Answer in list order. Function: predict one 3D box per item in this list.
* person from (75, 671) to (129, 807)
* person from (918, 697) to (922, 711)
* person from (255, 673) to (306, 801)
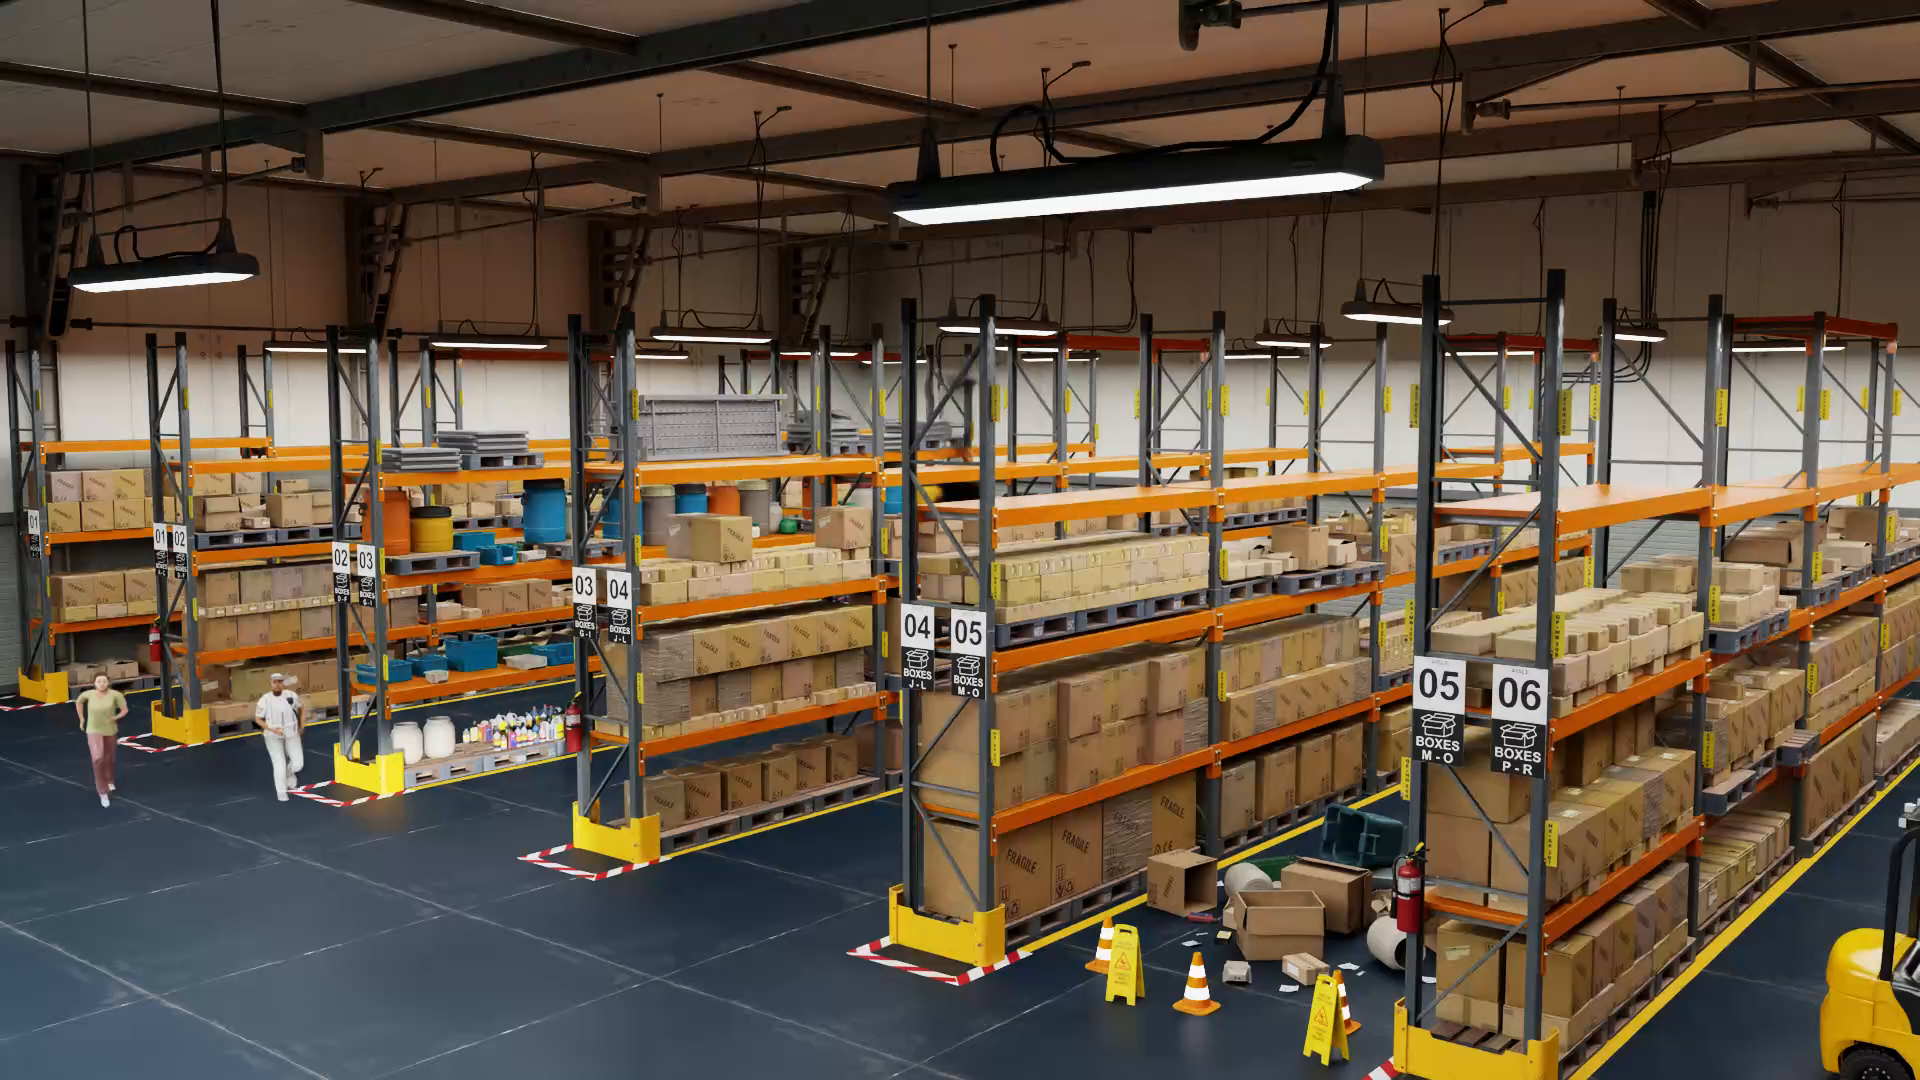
[{"bbox_3d":[-10.808,2.464,20.982,0.588,1.684,0.853,-3,6,-28],"label":"person"},{"bbox_3d":[-0.657,1.755,25.044,0.648,1.751,0.569,3,6,30],"label":"person"},{"bbox_3d":[-8.553,2.483,20.990,0.615,1.618,0.506,-3,6,-28],"label":"person"}]
